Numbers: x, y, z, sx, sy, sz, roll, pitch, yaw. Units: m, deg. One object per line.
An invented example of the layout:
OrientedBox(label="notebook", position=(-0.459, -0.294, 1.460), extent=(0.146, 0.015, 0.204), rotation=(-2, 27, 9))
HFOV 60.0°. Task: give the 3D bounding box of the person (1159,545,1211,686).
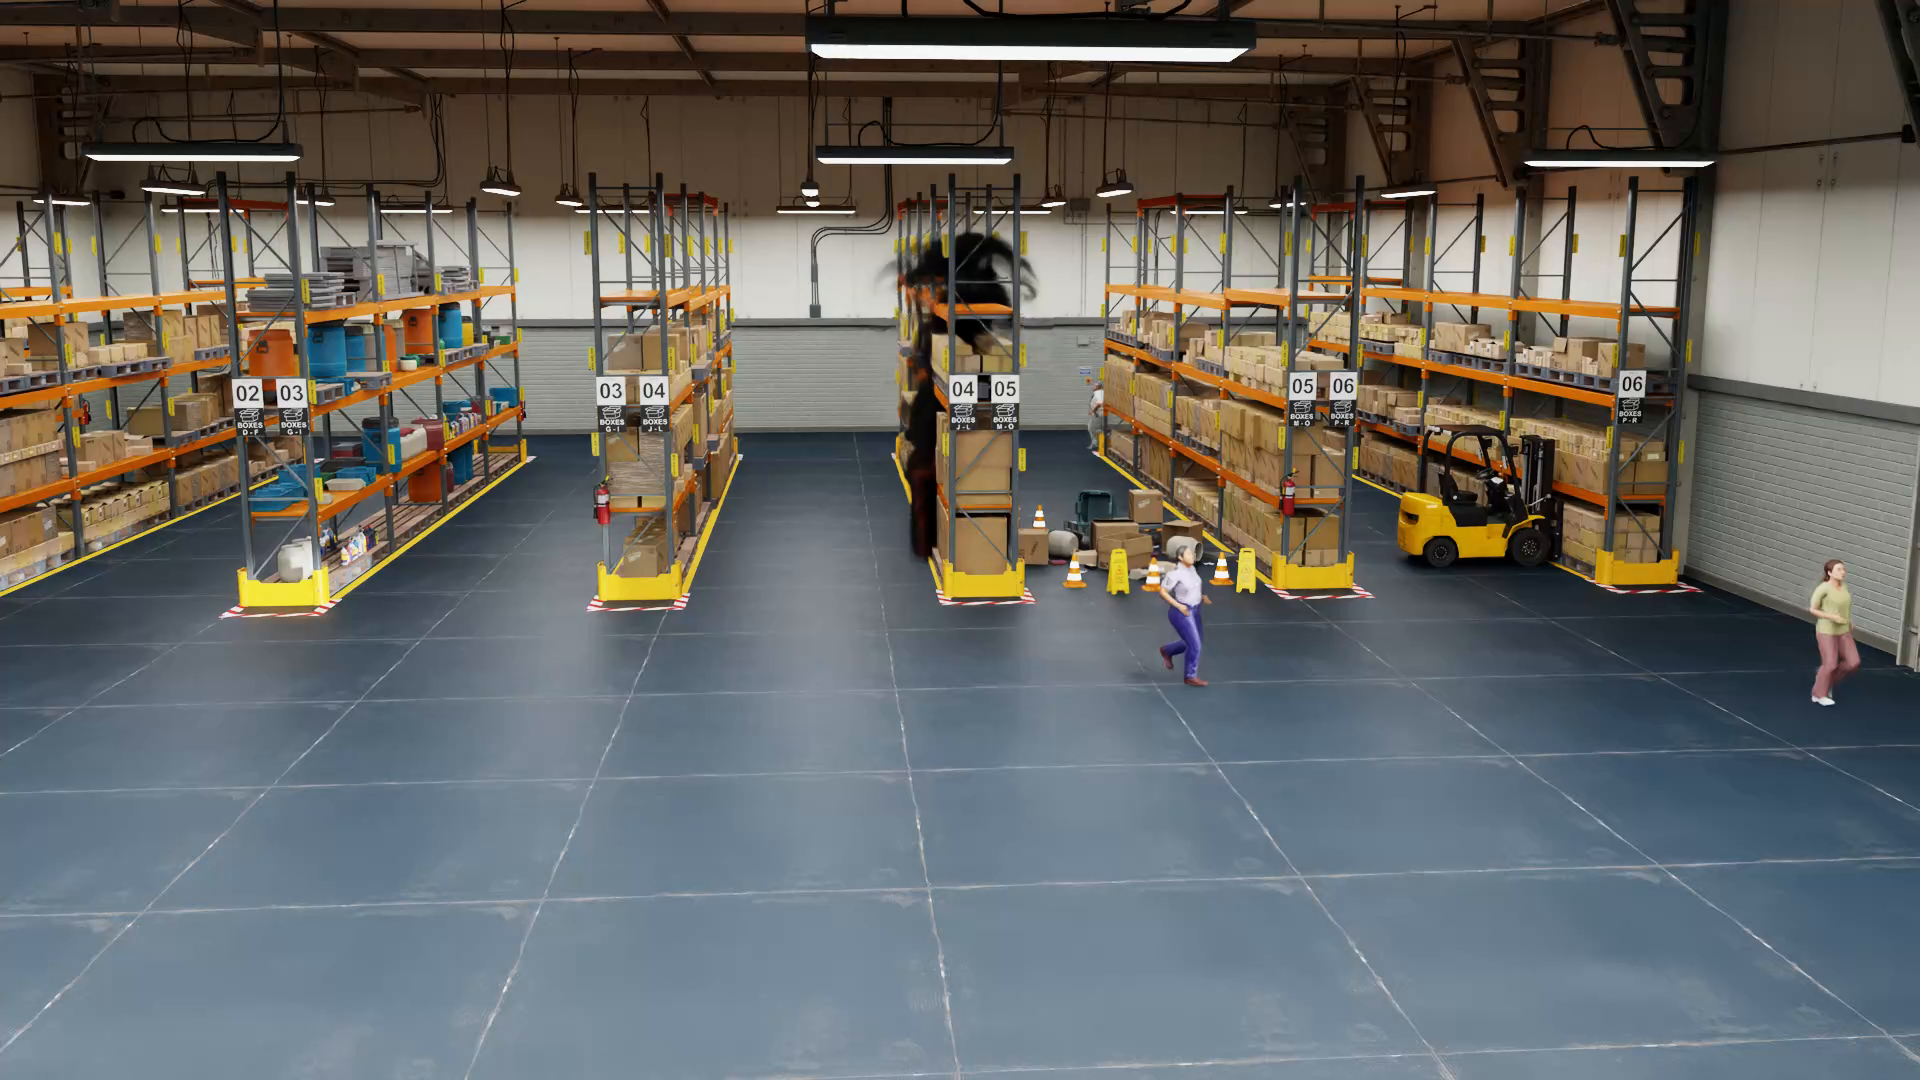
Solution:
OrientedBox(label="person", position=(2.573, 0.859, 19.255), extent=(0.727, 1.592, 0.615), rotation=(8, 13, 38))

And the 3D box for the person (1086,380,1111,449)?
OrientedBox(label="person", position=(3.496, -3.124, 41.458), extent=(0.708, 1.759, 0.689), rotation=(2, 10, 10))

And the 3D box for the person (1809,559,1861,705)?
OrientedBox(label="person", position=(9.582, 1.020, 18.189), extent=(0.571, 1.626, 0.534), rotation=(-3, 10, -14))
